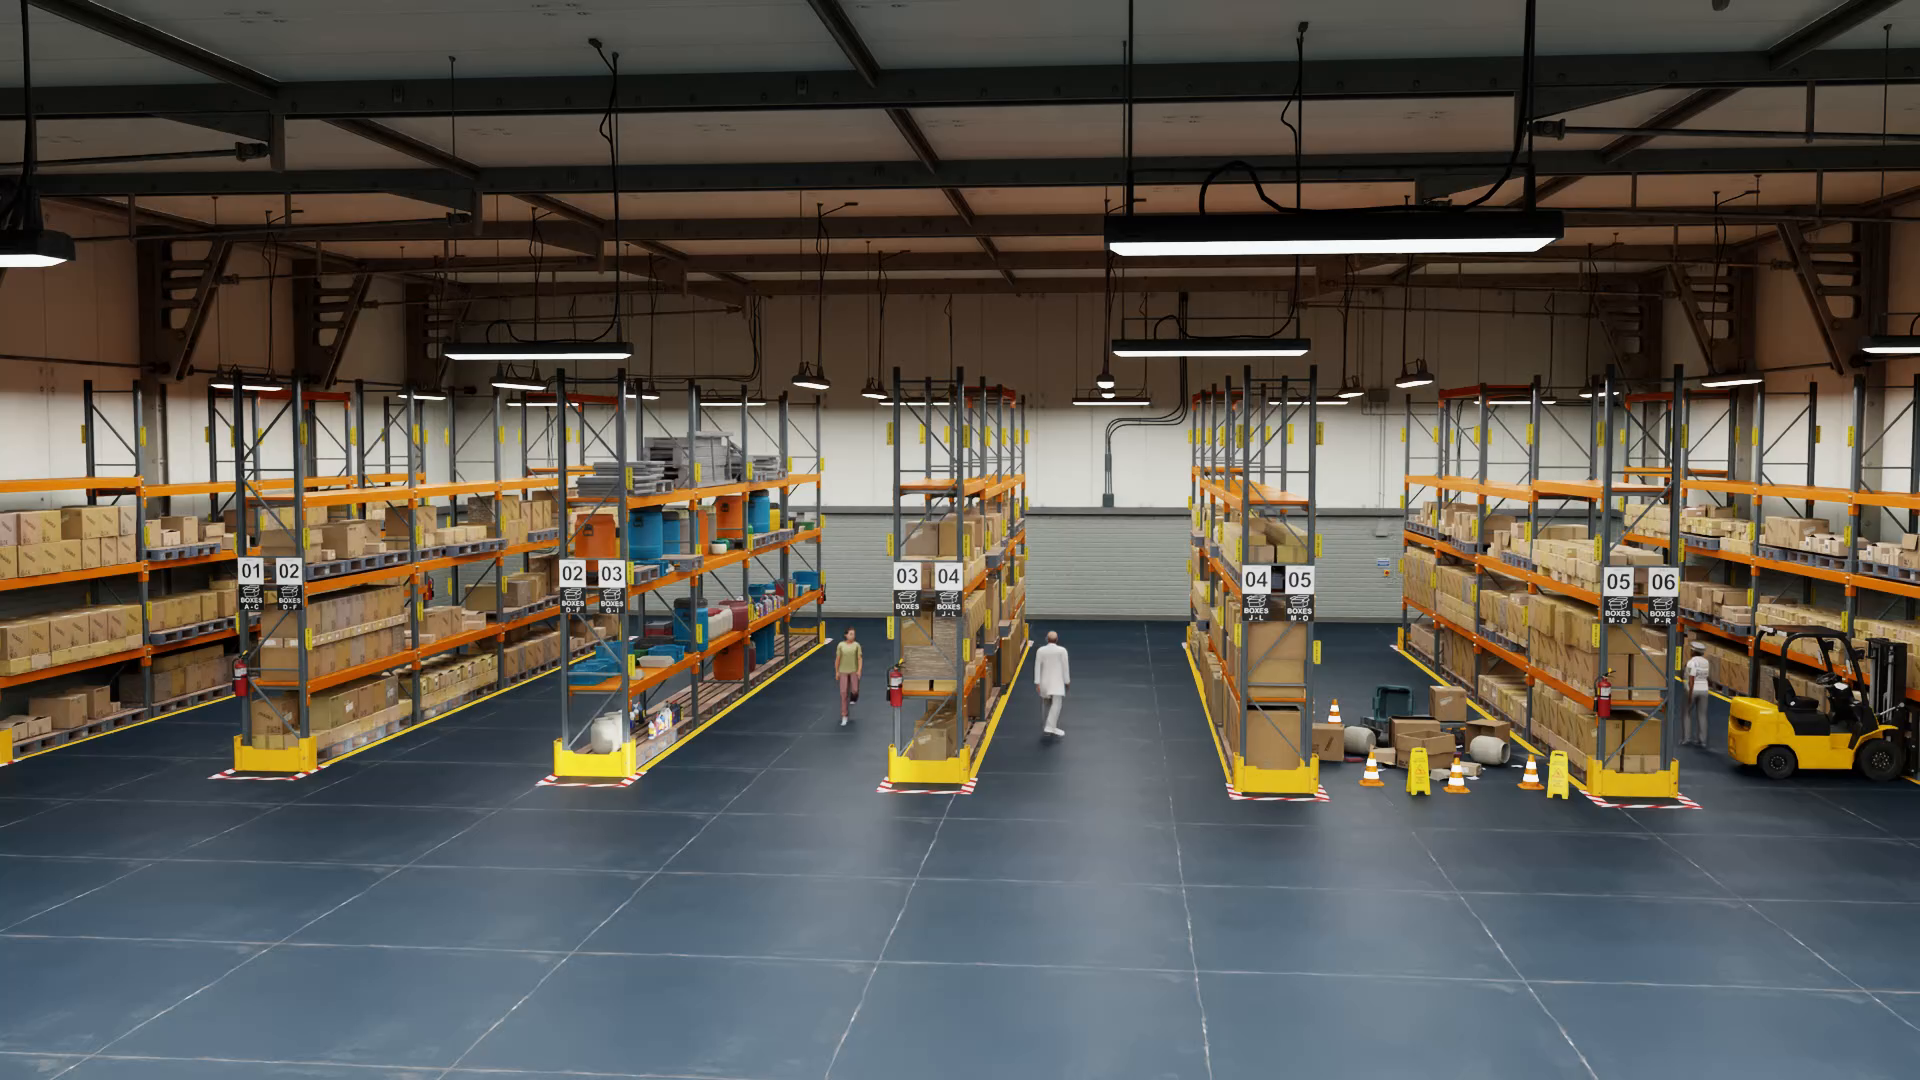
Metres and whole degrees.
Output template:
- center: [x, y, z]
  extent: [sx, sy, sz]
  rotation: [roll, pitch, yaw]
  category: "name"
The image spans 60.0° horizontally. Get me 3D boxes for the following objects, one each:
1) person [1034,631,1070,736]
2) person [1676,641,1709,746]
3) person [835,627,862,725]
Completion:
- center: [1.547, 2.394, 27.792]
  extent: [0.610, 1.754, 1.022]
  rotation: [2, 4, 23]
  category: "person"
- center: [11.930, 2.520, 26.919]
  extent: [0.452, 1.734, 0.595]
  rotation: [0, 4, 1]
  category: "person"
- center: [-1.933, 2.379, 29.165]
  extent: [0.472, 1.638, 0.749]
  rotation: [-1, 4, -9]
  category: "person"
